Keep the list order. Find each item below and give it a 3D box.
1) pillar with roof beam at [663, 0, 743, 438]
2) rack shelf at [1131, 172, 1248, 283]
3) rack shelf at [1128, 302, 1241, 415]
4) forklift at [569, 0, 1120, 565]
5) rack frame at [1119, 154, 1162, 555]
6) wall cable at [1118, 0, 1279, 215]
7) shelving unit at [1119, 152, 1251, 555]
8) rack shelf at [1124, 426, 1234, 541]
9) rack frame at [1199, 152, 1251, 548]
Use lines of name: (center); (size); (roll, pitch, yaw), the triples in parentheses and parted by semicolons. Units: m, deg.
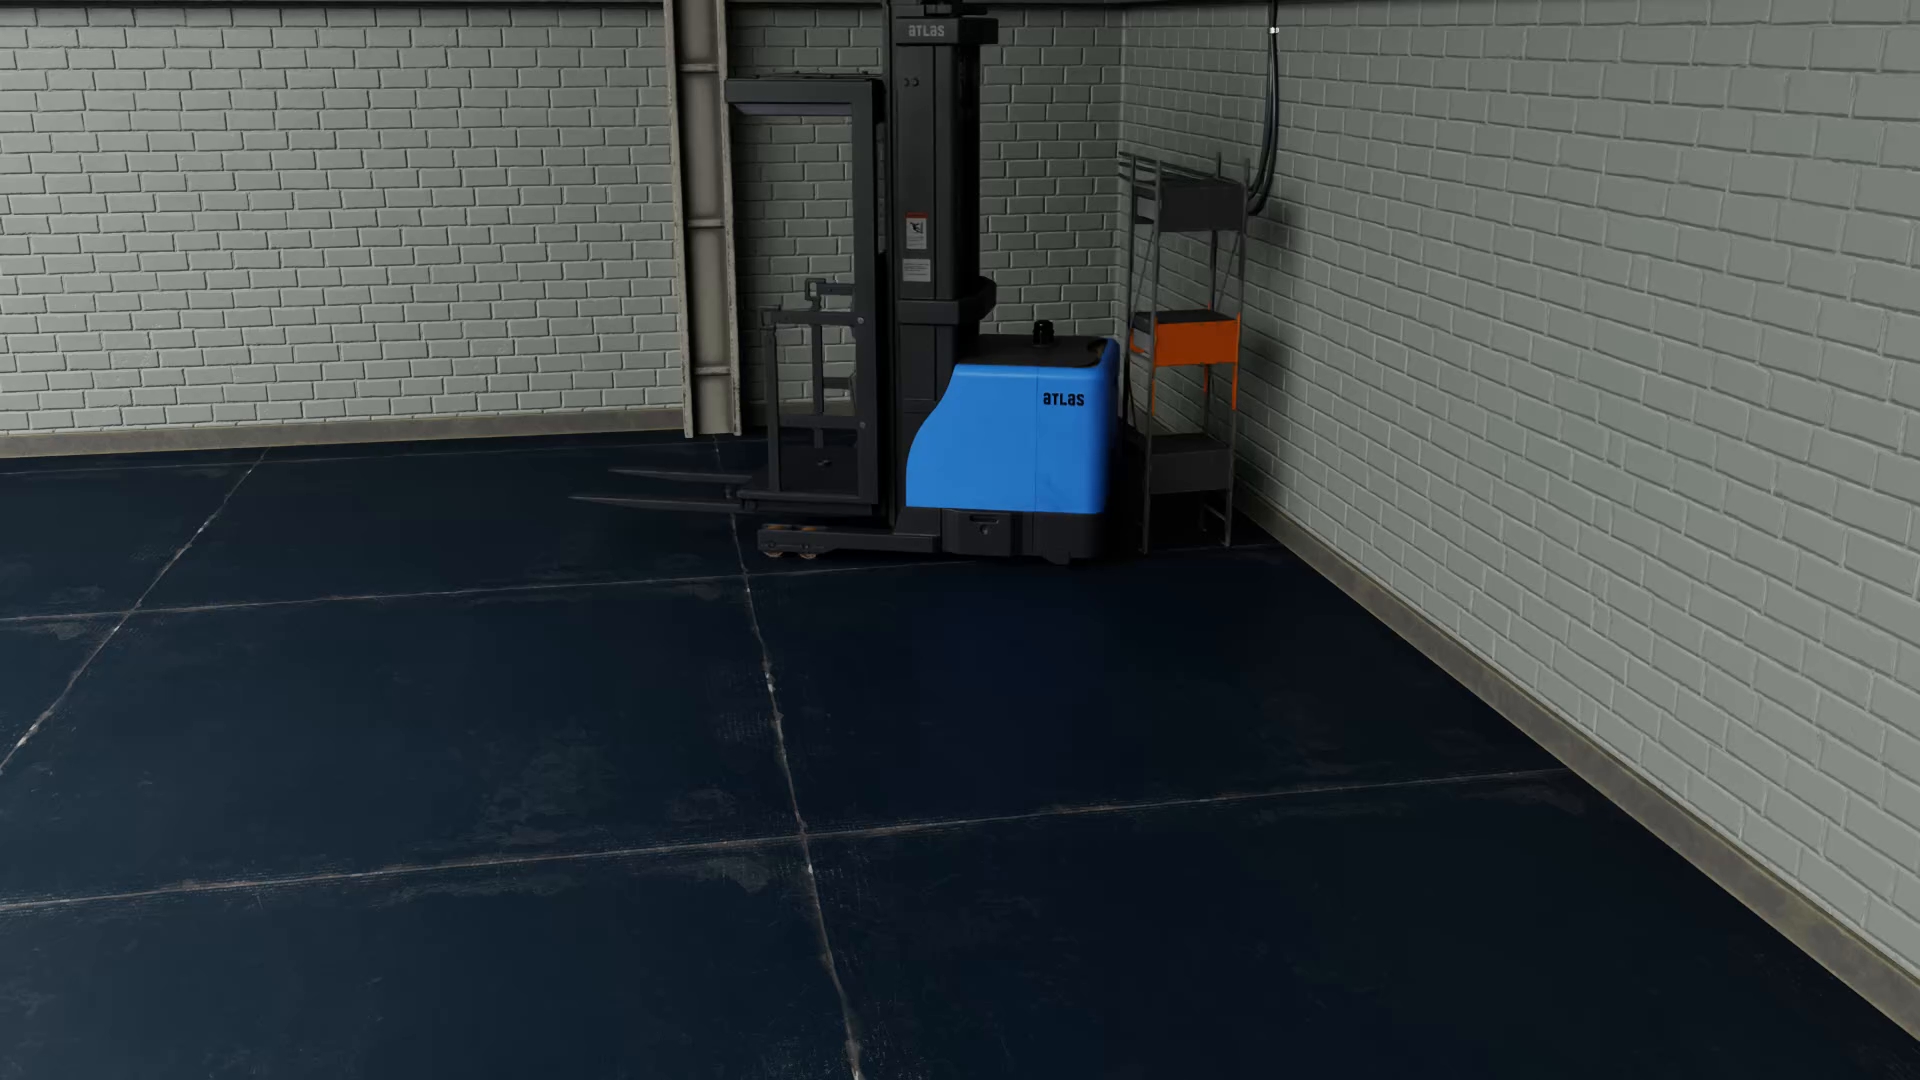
pillar with roof beam: (-0.940, -3.832, 6.463); (0.400, 9.000, 9.100); (-3, 17, -10)
rack shelf: (1.198, -1.654, 8.777); (0.480, 0.518, 0.431); (-5, 18, -15)
rack shelf: (1.197, -0.986, 8.987); (0.480, 0.518, 0.431); (-5, 18, -15)
forklift: (-0.651, -1.452, 9.049); (3.031, 2.935, 1.130); (3, 17, 9)
rack frame: (0.961, -0.981, 8.922); (0.015, 2.100, 0.400); (-5, 18, -15)
wall cable: (1.387, -3.372, 10.252); (0.112, 2.526, 3.097); (-3, 17, -10)
shelving unit: (1.197, -1.000, 8.983); (0.503, 2.100, 0.431); (-5, 18, -15)
rack shelf: (1.195, -0.319, 9.198); (0.480, 0.518, 0.431); (-5, 18, -15)
rack frame: (1.432, -1.018, 9.045); (0.015, 2.100, 0.400); (-5, 18, -15)
